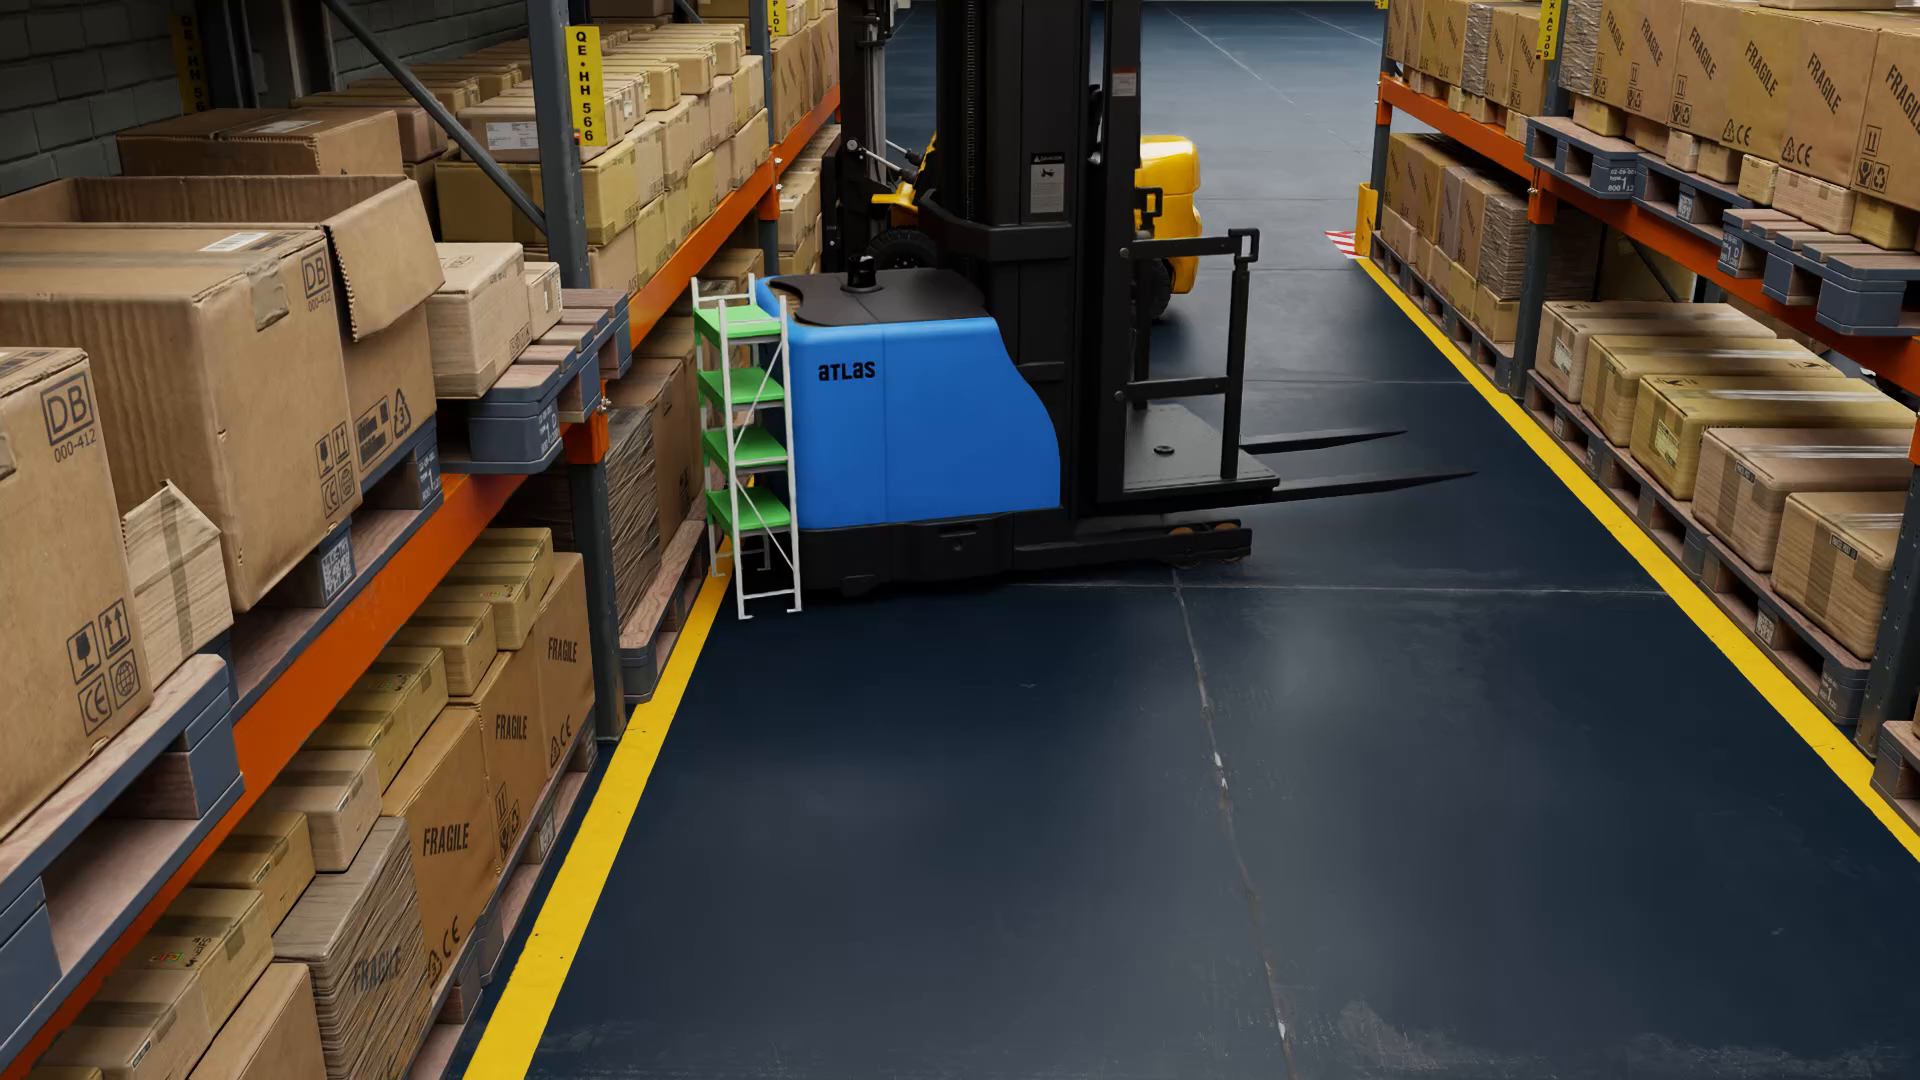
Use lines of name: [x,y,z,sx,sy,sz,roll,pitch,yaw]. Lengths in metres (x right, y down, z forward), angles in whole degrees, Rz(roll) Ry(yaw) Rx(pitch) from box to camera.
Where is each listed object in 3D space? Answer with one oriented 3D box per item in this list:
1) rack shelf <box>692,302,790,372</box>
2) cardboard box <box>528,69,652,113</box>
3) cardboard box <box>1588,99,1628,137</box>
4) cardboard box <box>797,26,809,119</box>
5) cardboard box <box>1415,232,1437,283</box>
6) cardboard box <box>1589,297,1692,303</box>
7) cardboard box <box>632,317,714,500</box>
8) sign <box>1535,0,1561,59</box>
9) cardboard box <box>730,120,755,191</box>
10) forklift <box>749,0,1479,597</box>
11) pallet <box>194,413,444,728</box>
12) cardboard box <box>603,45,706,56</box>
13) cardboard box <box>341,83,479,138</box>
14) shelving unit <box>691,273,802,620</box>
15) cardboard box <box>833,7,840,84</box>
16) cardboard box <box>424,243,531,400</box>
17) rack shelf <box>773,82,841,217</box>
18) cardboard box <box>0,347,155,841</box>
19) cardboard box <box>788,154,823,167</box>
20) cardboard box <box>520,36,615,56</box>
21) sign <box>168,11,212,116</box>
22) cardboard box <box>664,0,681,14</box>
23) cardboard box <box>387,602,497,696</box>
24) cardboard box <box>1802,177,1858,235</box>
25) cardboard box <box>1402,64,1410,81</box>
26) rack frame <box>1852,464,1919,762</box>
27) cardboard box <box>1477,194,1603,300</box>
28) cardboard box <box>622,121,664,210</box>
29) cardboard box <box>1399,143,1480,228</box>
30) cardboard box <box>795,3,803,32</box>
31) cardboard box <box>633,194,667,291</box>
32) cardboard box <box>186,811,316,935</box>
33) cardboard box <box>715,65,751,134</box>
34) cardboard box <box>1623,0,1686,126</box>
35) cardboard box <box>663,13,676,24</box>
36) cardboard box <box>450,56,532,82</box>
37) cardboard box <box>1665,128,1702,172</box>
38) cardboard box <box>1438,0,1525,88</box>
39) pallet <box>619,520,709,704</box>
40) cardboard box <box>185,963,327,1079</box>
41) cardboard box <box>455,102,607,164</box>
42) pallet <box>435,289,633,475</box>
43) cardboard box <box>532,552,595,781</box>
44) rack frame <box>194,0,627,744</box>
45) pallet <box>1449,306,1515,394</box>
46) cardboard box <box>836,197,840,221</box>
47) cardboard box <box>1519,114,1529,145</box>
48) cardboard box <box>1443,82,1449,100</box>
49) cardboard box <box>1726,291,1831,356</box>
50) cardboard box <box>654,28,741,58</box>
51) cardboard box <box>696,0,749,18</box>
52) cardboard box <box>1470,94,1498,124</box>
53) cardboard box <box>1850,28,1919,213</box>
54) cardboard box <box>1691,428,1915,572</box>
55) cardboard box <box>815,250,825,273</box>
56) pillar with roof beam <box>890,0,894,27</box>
rack shelf: [-0.812,-0.753,6.135,0.258,0.148,0.480,-8,20,-18]
cardboard box: [-1.328,-1.607,5.990,0.380,0.149,0.250,1,21,2]
cardboard box: [3.140,-1.956,7.690,0.380,0.149,0.250,1,21,3]
cardboard box: [-1.184,-2.793,9.942,0.500,0.500,0.500,0,21,1]
cardboard box: [3.283,-1.853,10.880,0.500,0.250,0.500,2,21,5]
cardboard box: [3.777,-1.288,9.422,0.500,0.250,0.500,0,21,-1]
cardboard box: [-1.529,-0.565,7.040,0.875,0.625,0.625,0,21,-1]
sign: [2.947,-2.571,8.311,0.100,0.325,0.005,1,21,2]
cardboard box: [-1.236,-1.780,7.678,0.500,0.250,0.500,1,21,1]
forklift: [0.693,-1.427,6.655,3.031,2.935,1.130,-6,22,-14]
pallet: [-1.648,0.022,3.091,1.003,0.211,1.213,1,21,2]
cardboard box: [-1.270,-1.978,6.945,0.380,0.149,0.250,1,21,2]
cardboard box: [-1.821,-1.428,5.529,0.380,0.149,0.250,1,21,2]
shelving unit: [-0.806,-0.360,6.271,0.258,1.200,0.503,-8,20,-18]
cardboard box: [-1.103,-3.529,11.839,0.500,0.500,0.500,0,21,0]
cardboard box: [-1.303,-0.512,3.828,0.500,0.250,0.500,0,21,-1]
rack shelf: [-1.411,-2.605,10.590,1.077,0.370,4.000,1,21,2]
cardboard box: [-1.462,0.073,1.974,0.700,0.500,0.500,1,21,2]
cardboard box: [-1.091,-2.323,10.708,0.500,0.250,0.500,0,21,1]
cardboard box: [-1.753,-2.162,7.419,0.380,0.149,0.250,0,21,1]
sign: [-2.149,-1.315,4.672,0.100,0.325,0.005,1,21,2]
cardboard box: [-1.716,-2.914,8.946,0.380,0.149,0.250,0,21,0]
cardboard box: [-1.385,0.271,4.161,0.380,0.149,0.250,0,21,0]
cardboard box: [3.041,-1.107,5.501,0.380,0.149,0.250,0,21,1]
cardboard box: [3.394,-3.372,11.921,0.380,0.149,0.250,1,21,2]
rack frame: [3.368,-0.718,4.731,1.000,3.000,0.127,1,21,2]
cardboard box: [3.239,-1.644,9.304,0.500,0.500,0.500,0,21,1]
cardboard box: [-1.320,-1.273,5.679,0.500,0.250,0.500,1,21,3]
cardboard box: [3.298,-2.387,11.219,0.500,0.500,0.500,0,21,0]
cardboard box: [-1.122,-3.050,9.707,0.380,0.149,0.250,0,21,1]
cardboard box: [-1.316,-1.040,5.771,0.500,0.250,0.500,0,21,0]
cardboard box: [-1.483,0.645,3.198,0.380,0.149,0.250,1,21,2]
cardboard box: [-1.240,-2.014,7.588,0.500,0.250,0.500,0,21,0]
cardboard box: [3.145,-2.019,6.955,0.500,0.500,0.500,1,21,1]
cardboard box: [-1.746,-2.776,9.002,0.380,0.149,0.250,0,21,0]
cardboard box: [-1.759,-1.795,6.473,0.380,0.149,0.250,1,21,3]
cardboard box: [3.089,-1.575,6.709,0.380,0.149,0.250,1,21,4]
cardboard box: [3.285,-3.072,10.249,0.500,0.500,0.500,0,21,1]
pallet: [-1.530,0.232,6.139,1.003,0.211,1.213,1,21,2]
cardboard box: [-1.450,1.100,2.923,0.500,0.500,0.500,0,21,0]
cardboard box: [-1.290,-1.232,5.022,0.380,0.149,0.250,1,21,3]
pallet: [-1.544,-0.435,4.270,1.213,0.211,1.003,1,21,2]
cardboard box: [-1.392,0.354,4.845,0.500,0.500,0.500,1,21,3]
rack frame: [-1.594,-0.771,4.869,1.000,3.000,0.127,1,21,2]
pallet: [3.474,-1.107,9.590,1.003,0.211,1.213,1,21,2]
cardboard box: [-1.074,-2.263,11.243,0.500,0.250,0.500,0,21,0]
cardboard box: [3.194,-2.166,8.812,0.380,0.149,0.250,0,21,1]
cardboard box: [3.335,-2.905,10.715,0.380,0.149,0.250,1,21,3]
cardboard box: [4.882,-1.372,9.870,0.500,0.500,0.500,18,27,38]
cardboard box: [-1.251,-2.347,7.895,0.380,0.149,0.250,0,21,1]
cardboard box: [-1.166,-2.817,8.696,0.380,0.149,0.250,1,21,3]
cardboard box: [3.222,-2.534,9.759,0.380,0.149,0.250,0,21,1]
cardboard box: [3.103,-1.266,5.015,0.500,0.500,0.500,0,21,0]
cardboard box: [3.409,-0.159,6.345,0.950,0.372,0.625,0,21,1]
cardboard box: [-1.127,-1.672,10.412,0.500,0.250,0.500,1,21,3]
pillar with roof beam: [2.760,-14.849,32.857,9.100,9.000,0.400,1,21,2]
